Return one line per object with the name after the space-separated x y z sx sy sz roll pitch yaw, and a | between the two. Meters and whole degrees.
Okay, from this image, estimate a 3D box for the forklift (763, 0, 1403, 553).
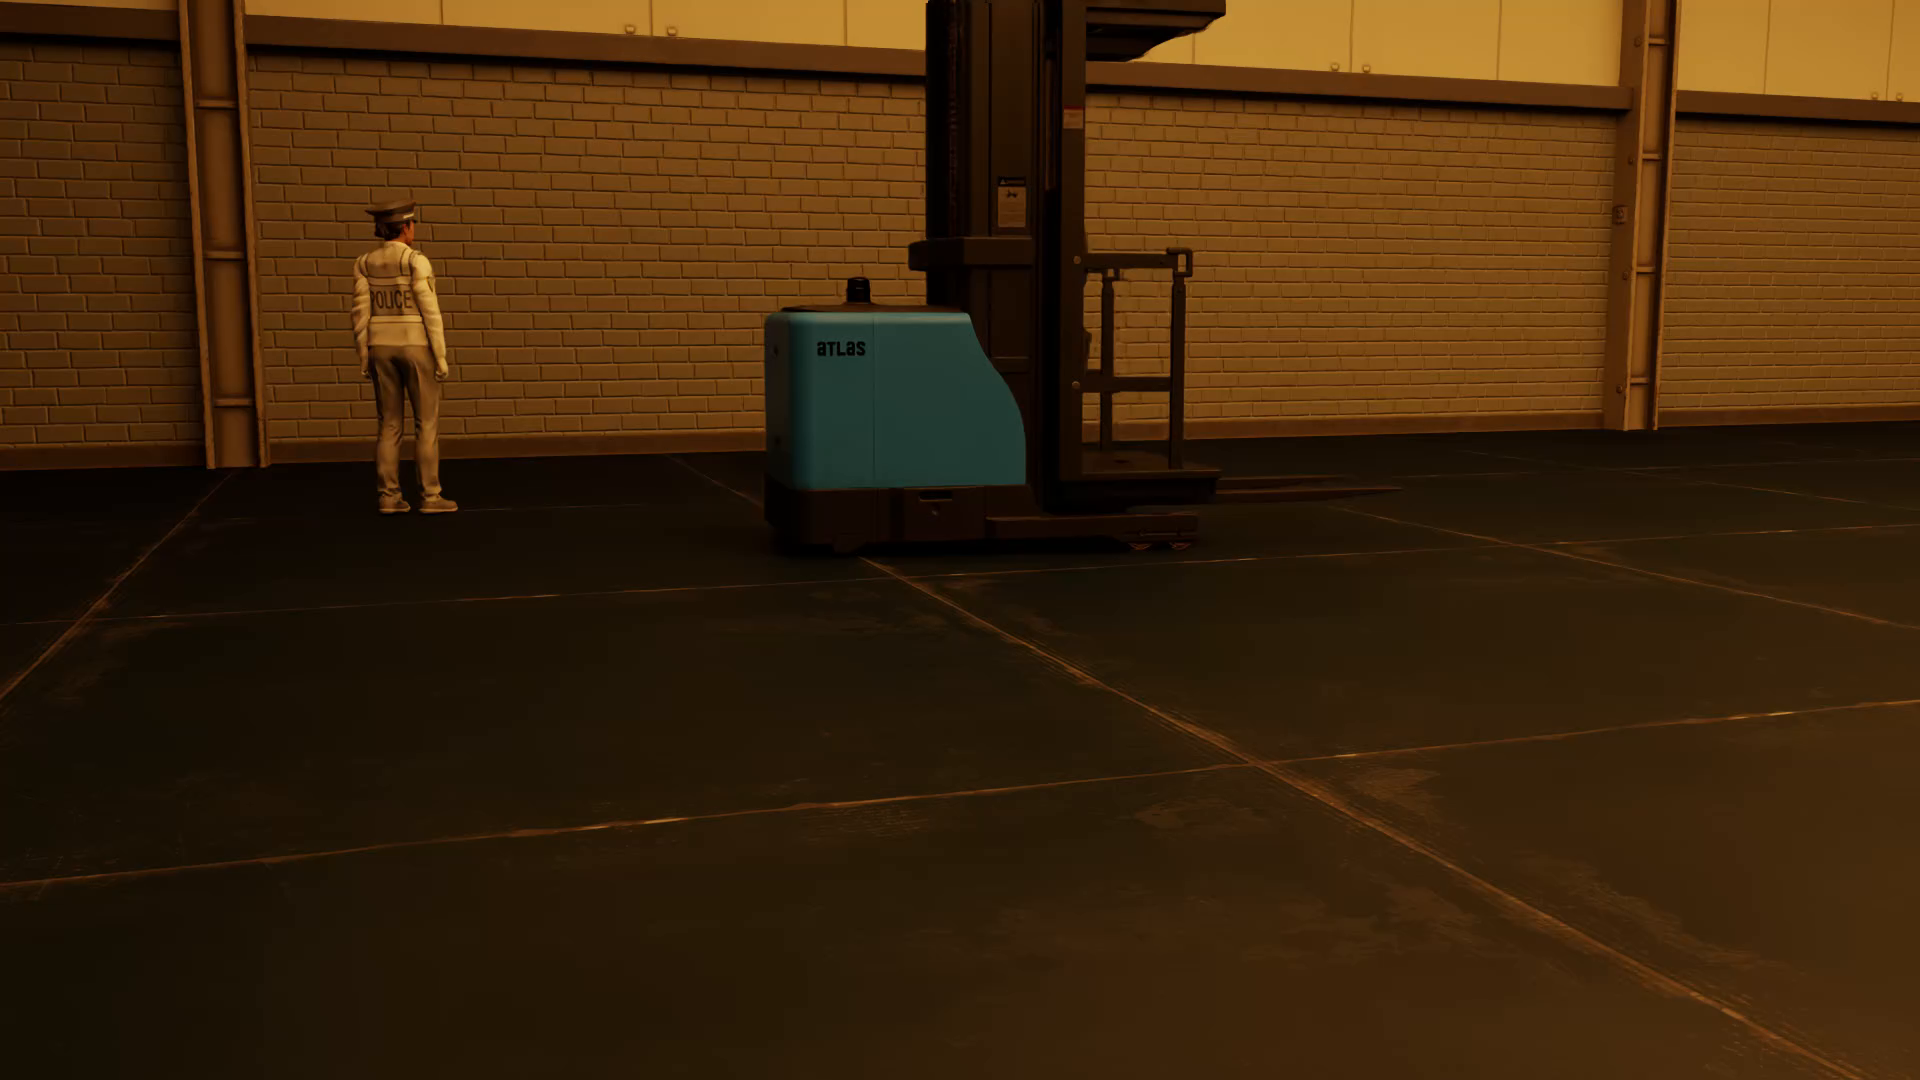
0.614 -1.475 7.896 3.031 2.935 1.130 -2 8 -14 | forklift

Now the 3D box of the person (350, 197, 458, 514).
-2.966 -0.979 8.889 0.513 1.687 0.346 1 8 10 | person
